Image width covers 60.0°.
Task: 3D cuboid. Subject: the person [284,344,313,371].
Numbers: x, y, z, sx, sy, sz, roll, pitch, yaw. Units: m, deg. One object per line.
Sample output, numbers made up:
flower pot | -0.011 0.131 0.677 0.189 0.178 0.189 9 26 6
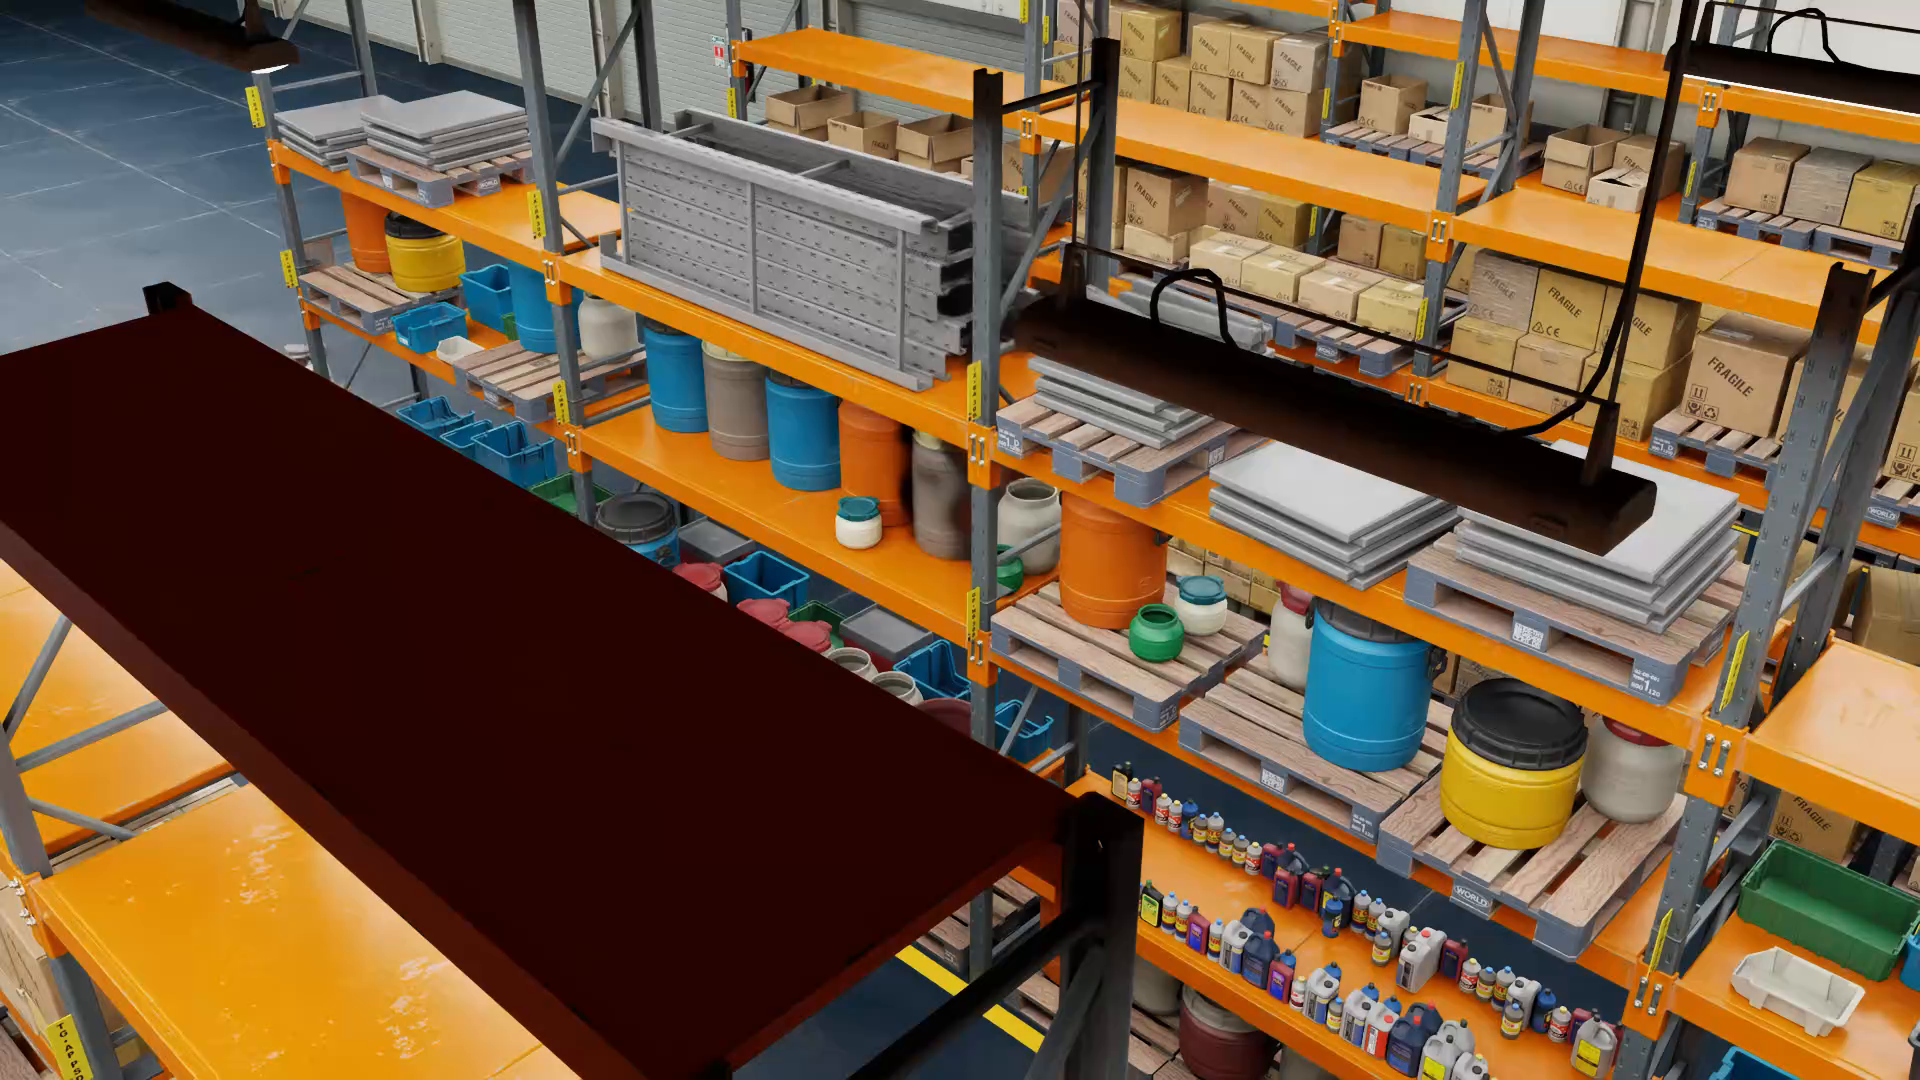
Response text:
person | -6.386 -1.252 16.852 0.839 1.593 0.482 -4 30 -8
